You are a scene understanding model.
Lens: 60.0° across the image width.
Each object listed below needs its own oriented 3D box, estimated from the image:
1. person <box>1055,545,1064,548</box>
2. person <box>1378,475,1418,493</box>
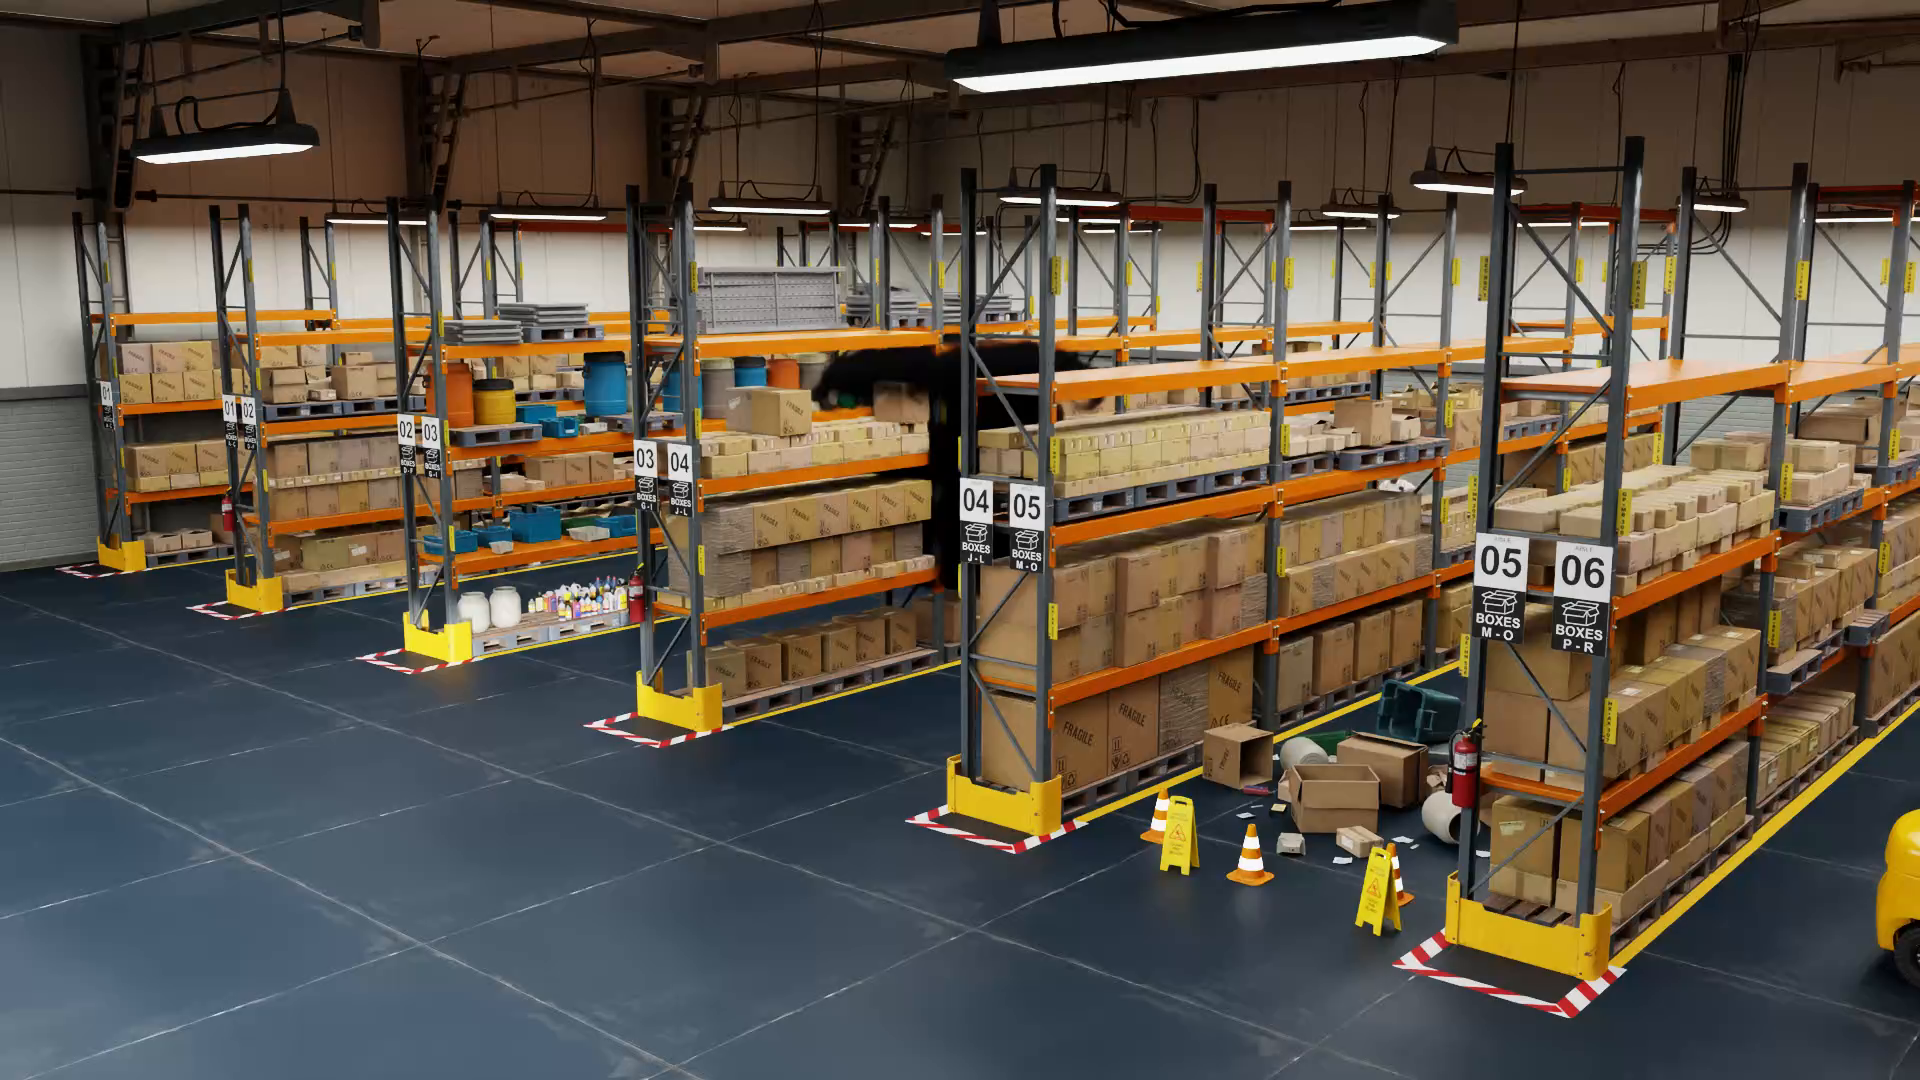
[{"bbox_3d":[1.319,0.777,20.797,0.613,1.628,0.978,3,10,18],"label":"person"},{"bbox_3d":[7.363,-0.373,28.209,0.636,1.845,0.874,7,12,37],"label":"person"}]
